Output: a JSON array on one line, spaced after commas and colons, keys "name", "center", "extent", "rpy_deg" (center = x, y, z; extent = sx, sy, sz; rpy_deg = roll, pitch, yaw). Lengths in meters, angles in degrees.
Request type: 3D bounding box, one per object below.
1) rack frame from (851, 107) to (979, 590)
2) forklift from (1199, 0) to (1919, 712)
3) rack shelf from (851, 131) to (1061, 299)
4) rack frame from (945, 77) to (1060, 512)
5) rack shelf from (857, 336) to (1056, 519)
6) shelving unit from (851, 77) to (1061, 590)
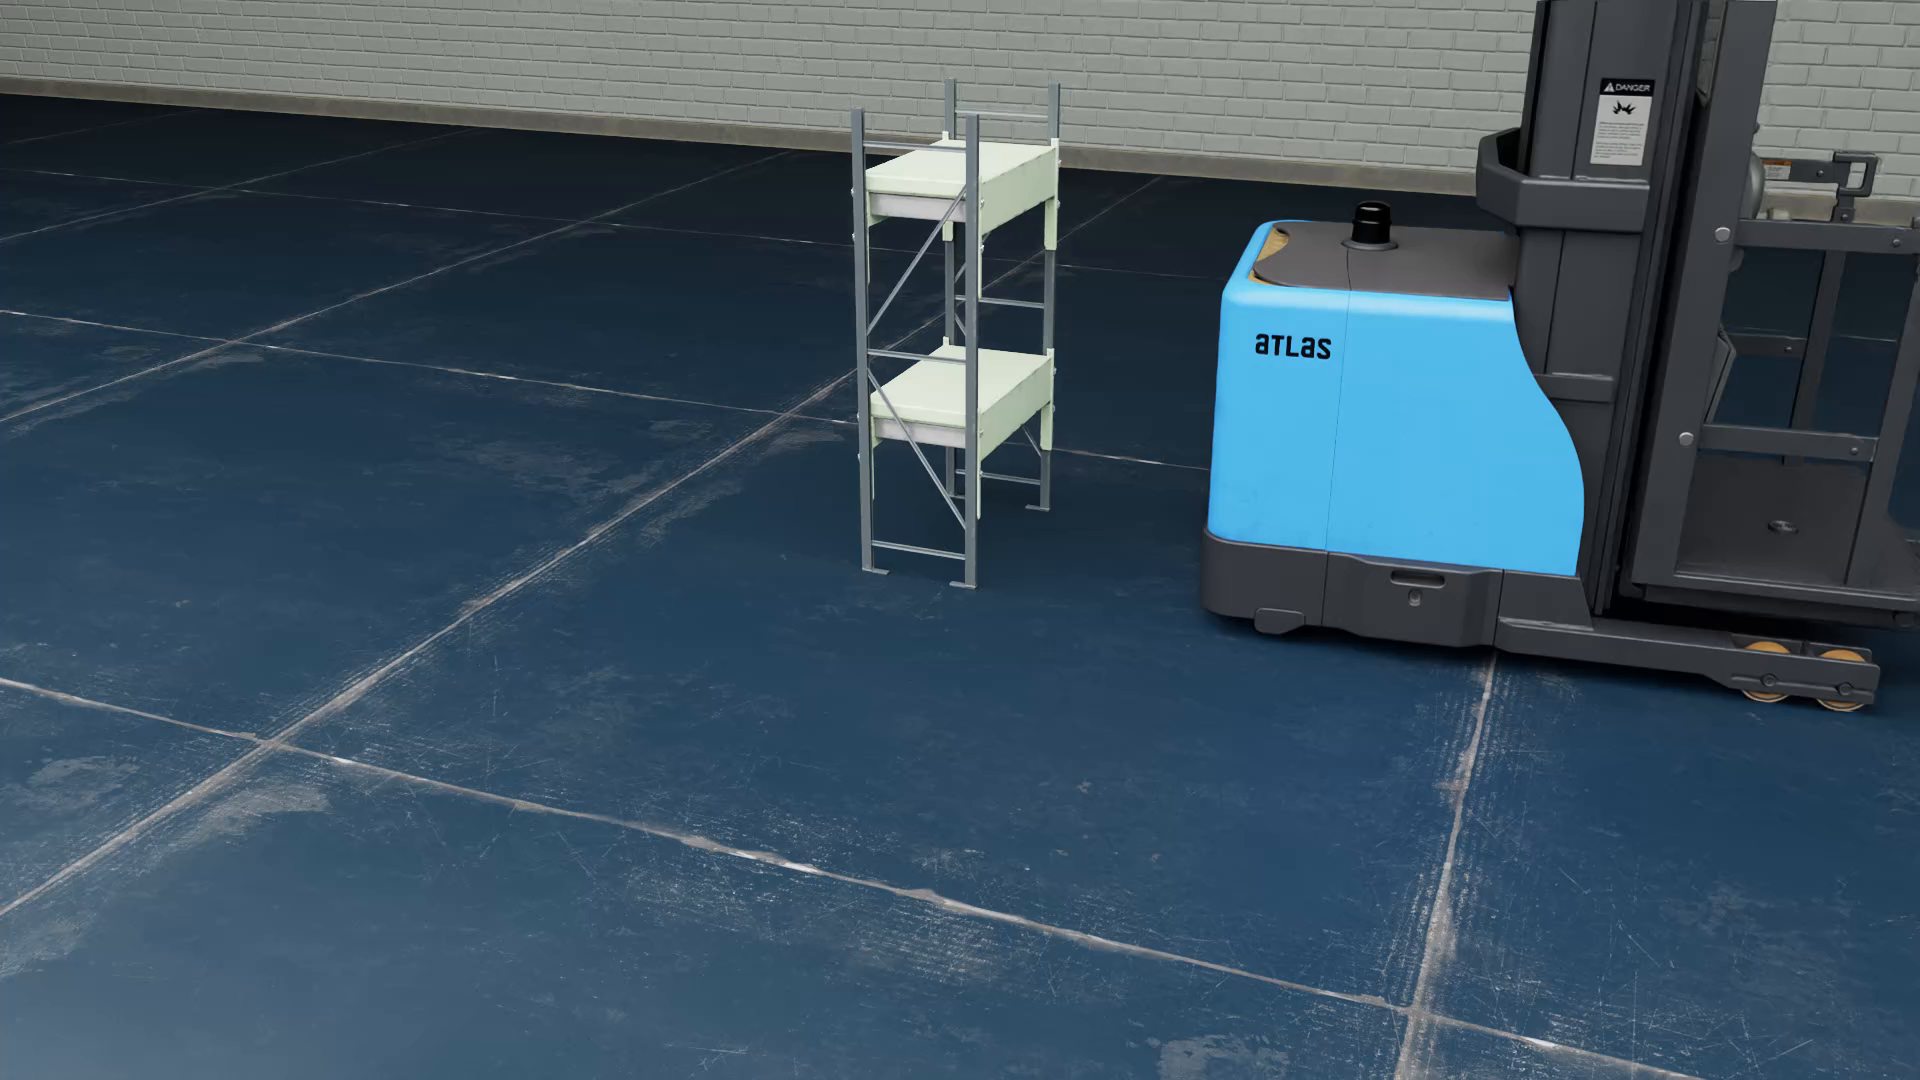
[{"name": "rack frame", "center": [-0.133, -0.563, 5.153], "extent": [0.400, 1.500, 0.023], "rpy_deg": [9, 24, 20]}, {"name": "forklift", "center": [2.310, -1.105, 4.593], "extent": [3.031, 2.935, 1.130], "rpy_deg": [6, 23, 14]}, {"name": "rack shelf", "center": [0.002, -1.055, 5.316], "extent": [0.431, 0.370, 0.720], "rpy_deg": [9, 24, 20]}, {"name": "rack frame", "center": [0.138, -0.825, 5.780], "extent": [0.400, 1.500, 0.023], "rpy_deg": [9, 24, 20]}, {"name": "rack shelf", "center": [0.002, -0.394, 5.592], "extent": [0.431, 0.370, 0.720], "rpy_deg": [9, 24, 20]}, {"name": "shelving unit", "center": [0.002, -0.694, 5.467], "extent": [0.431, 1.500, 0.755], "rpy_deg": [9, 24, 20]}]
